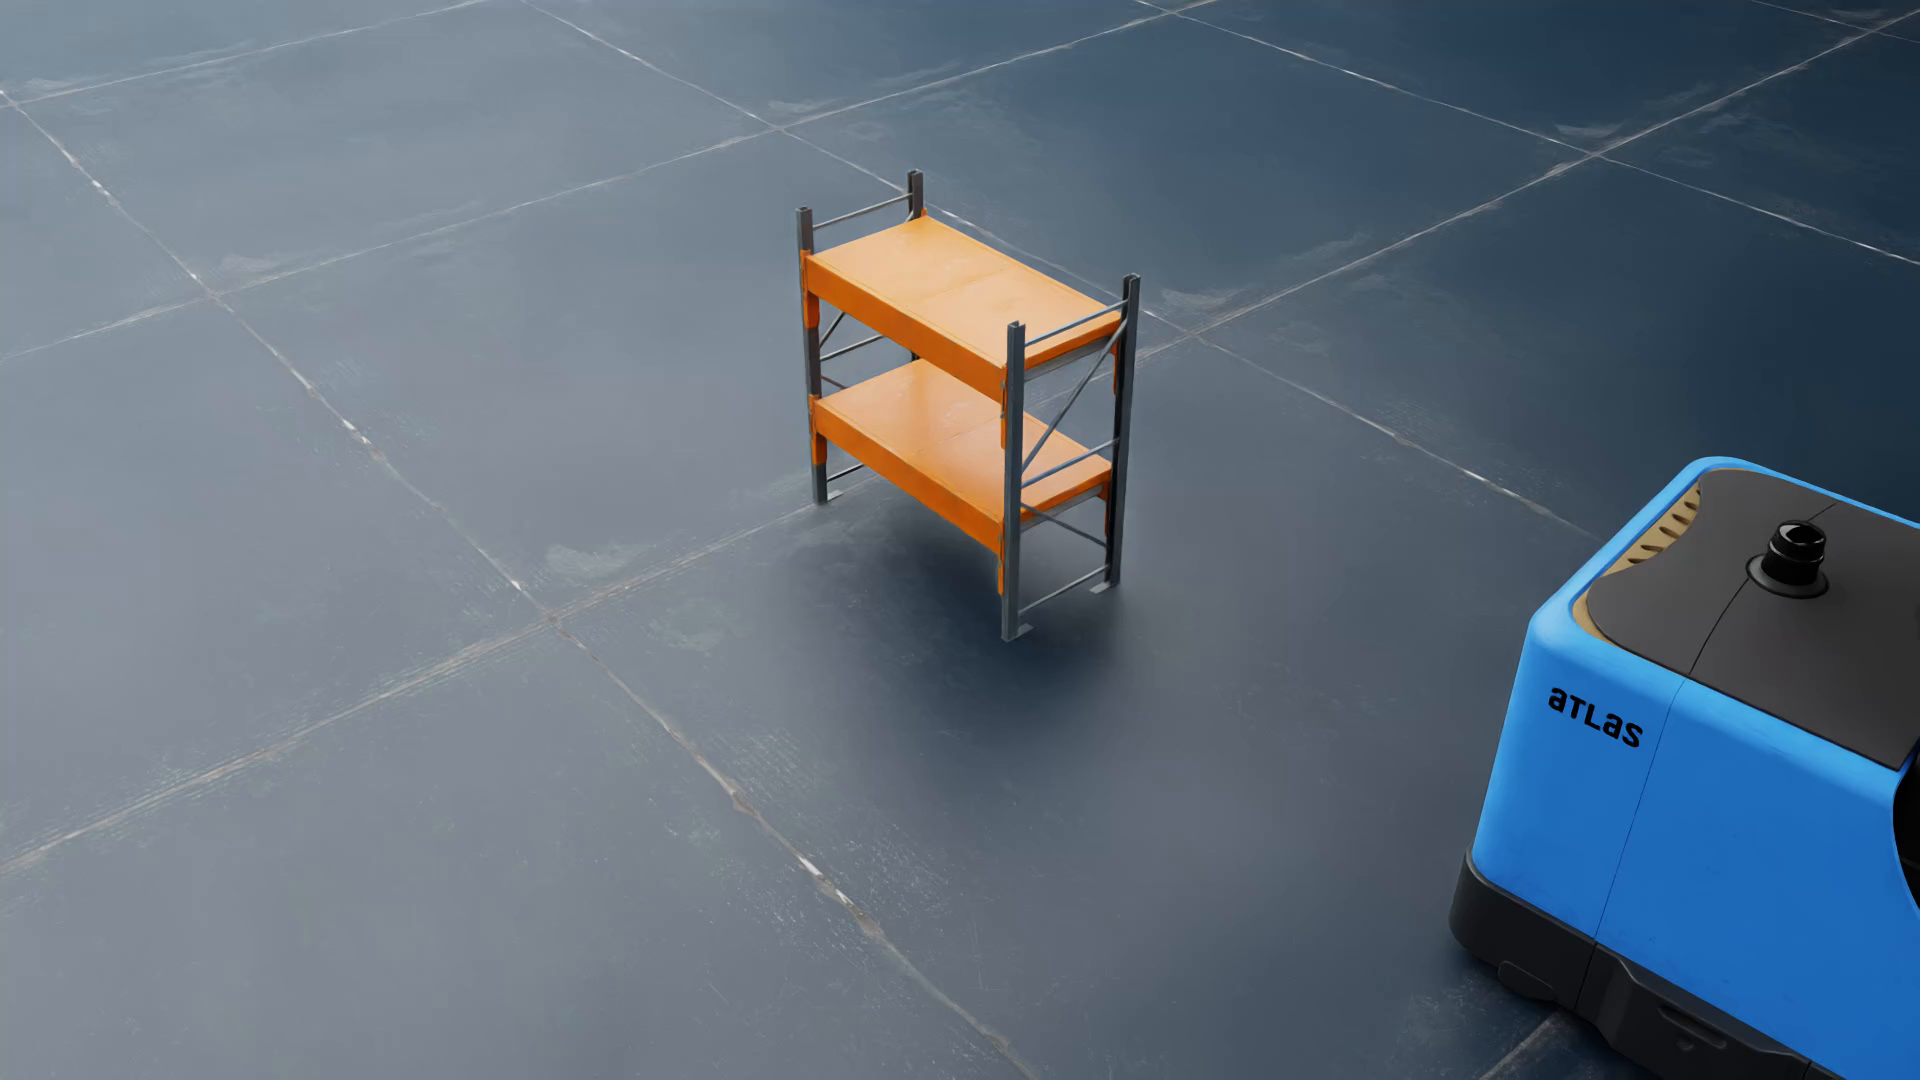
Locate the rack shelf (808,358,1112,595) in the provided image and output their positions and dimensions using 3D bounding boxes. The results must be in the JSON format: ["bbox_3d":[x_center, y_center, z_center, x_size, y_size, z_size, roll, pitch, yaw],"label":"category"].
[{"bbox_3d":[0.004,-0.257,5.562,0.538,0.278,1.000,-26,43,-32],"label":"rack shelf"}]

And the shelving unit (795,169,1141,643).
[{"bbox_3d":[0.004,-0.456,5.421,0.538,1.125,1.048,-26,43,-32],"label":"shelving unit"}]

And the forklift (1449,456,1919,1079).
[{"bbox_3d":[2.672,0.224,2.897,3.031,2.935,1.130,28,44,34],"label":"forklift"}]

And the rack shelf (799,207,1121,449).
[{"bbox_3d":[0.004,-0.695,5.252,0.538,0.278,1.000,-26,43,-32],"label":"rack shelf"}]

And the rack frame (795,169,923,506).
[{"bbox_3d":[-0.324,-0.680,5.738,0.500,1.125,0.032,-26,43,-32],"label":"rack frame"}]

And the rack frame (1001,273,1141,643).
[{"bbox_3d":[0.332,-0.232,5.104,0.500,1.125,0.032,-26,43,-32],"label":"rack frame"}]
